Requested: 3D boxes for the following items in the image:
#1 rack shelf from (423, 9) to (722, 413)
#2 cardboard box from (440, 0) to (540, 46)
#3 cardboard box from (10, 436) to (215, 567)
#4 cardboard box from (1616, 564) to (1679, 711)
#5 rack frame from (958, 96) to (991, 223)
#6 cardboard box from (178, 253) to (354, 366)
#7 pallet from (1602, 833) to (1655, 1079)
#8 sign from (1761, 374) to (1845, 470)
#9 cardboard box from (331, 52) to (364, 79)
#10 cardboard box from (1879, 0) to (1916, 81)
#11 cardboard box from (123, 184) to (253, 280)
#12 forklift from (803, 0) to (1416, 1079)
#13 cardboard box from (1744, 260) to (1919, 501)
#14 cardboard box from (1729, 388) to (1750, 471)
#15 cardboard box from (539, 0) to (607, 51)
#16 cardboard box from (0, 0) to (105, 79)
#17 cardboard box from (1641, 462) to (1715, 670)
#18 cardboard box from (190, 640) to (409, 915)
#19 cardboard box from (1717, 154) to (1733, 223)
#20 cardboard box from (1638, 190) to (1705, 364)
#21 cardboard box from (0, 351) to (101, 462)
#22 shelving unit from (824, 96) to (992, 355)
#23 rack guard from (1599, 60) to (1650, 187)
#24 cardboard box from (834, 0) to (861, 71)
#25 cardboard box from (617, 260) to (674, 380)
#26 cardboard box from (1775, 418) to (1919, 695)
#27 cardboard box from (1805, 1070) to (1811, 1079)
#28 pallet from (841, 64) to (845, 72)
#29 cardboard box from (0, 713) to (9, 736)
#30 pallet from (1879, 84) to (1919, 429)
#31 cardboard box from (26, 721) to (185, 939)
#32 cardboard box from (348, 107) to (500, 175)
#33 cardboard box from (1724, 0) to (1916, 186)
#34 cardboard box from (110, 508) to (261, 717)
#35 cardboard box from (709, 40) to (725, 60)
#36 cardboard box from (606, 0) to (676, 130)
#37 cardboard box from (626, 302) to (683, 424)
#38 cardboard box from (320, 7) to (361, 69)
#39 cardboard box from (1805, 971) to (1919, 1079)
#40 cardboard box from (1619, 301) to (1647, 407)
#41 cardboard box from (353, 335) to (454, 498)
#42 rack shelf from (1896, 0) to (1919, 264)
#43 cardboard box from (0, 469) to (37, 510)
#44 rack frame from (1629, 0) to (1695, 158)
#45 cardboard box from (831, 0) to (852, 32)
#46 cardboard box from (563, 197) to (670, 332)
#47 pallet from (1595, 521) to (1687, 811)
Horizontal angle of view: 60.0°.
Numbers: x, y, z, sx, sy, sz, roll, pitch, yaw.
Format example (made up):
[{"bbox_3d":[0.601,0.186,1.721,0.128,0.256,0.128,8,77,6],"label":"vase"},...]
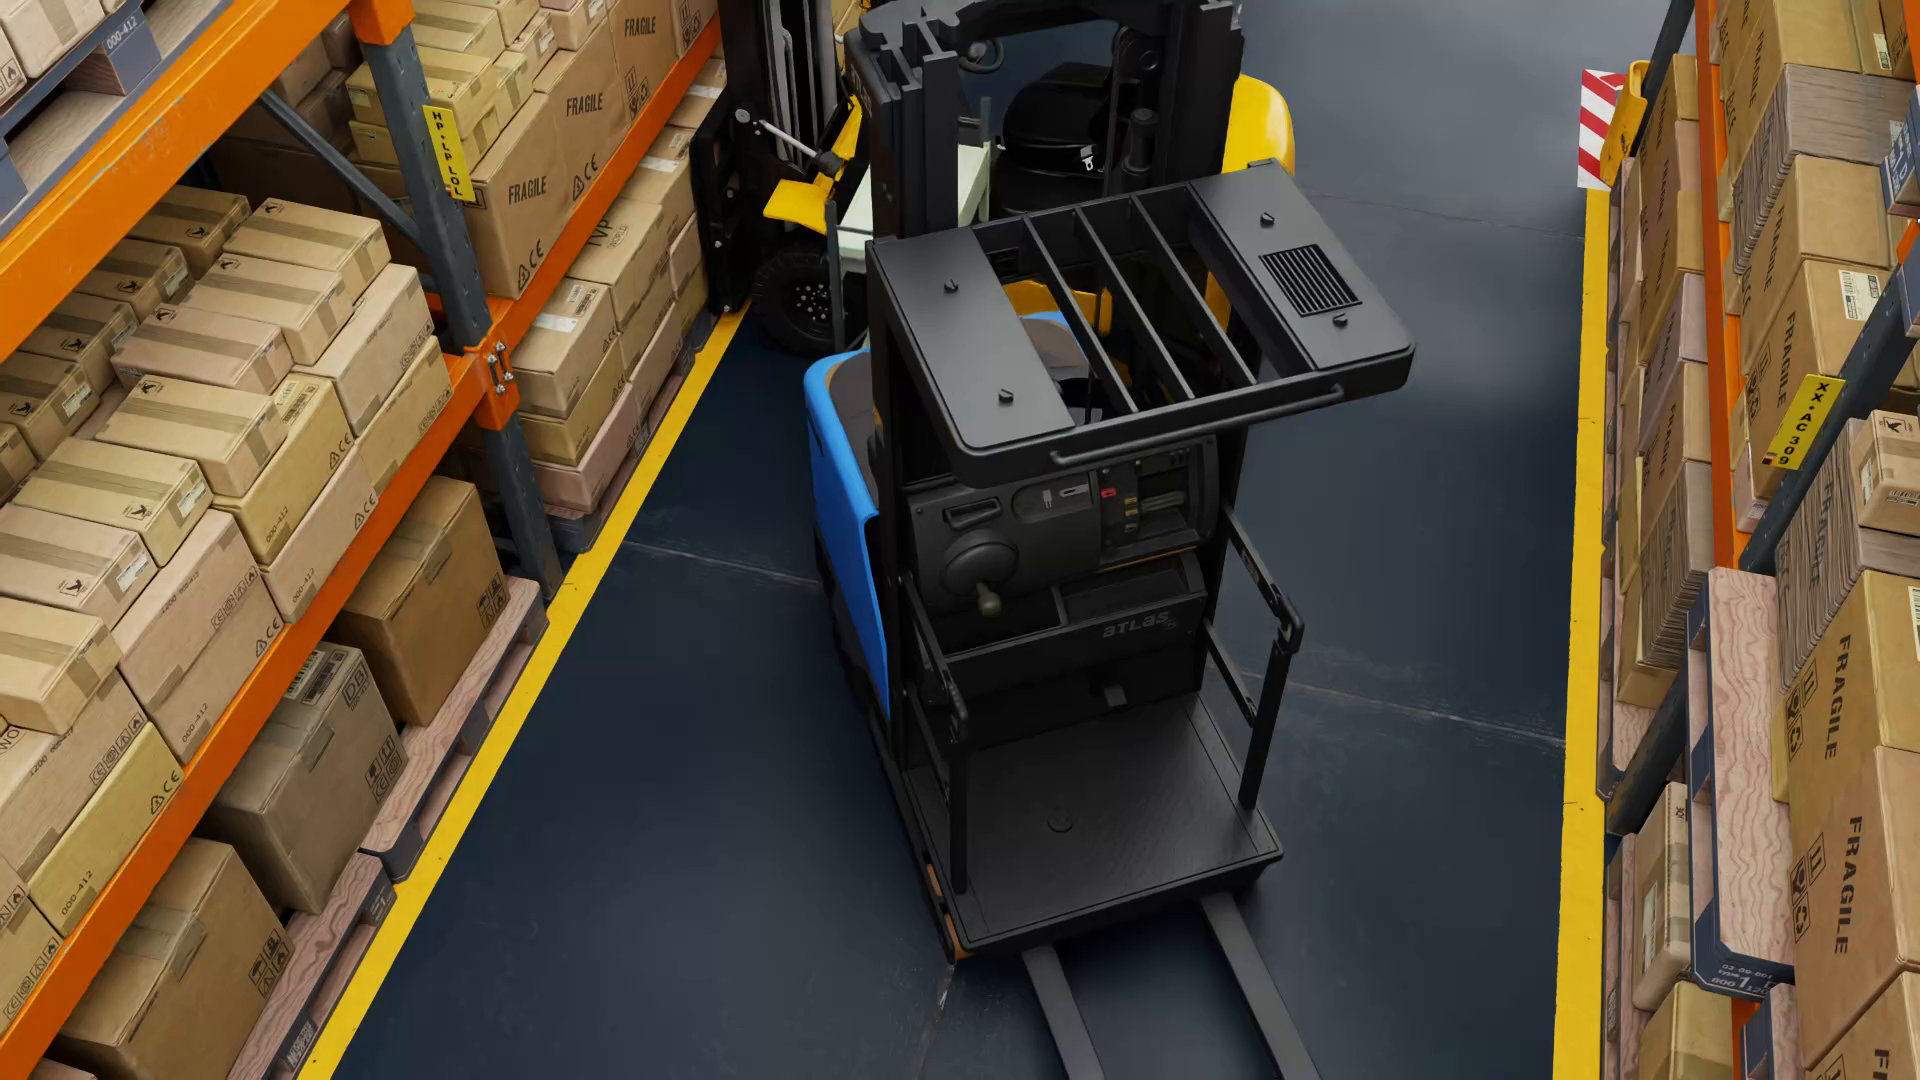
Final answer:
[{"bbox_3d":[-1.526,-2.103,7.004,1.077,0.370,4.000,12,50,10],"label":"rack shelf"},{"bbox_3d":[-1.642,-1.806,5.564,0.380,0.149,0.250,11,49,9],"label":"cardboard box"},{"bbox_3d":[-2.165,-0.101,4.258,0.380,0.149,0.250,10,49,9],"label":"cardboard box"},{"bbox_3d":[2.633,0.372,5.893,0.500,0.250,0.500,14,50,12],"label":"cardboard box"},{"bbox_3d":[-0.084,-1.156,6.689,0.400,1.500,0.023,11,49,10],"label":"rack frame"},{"bbox_3d":[-1.979,-0.661,4.752,0.380,0.149,0.250,11,49,9],"label":"cardboard box"},{"bbox_3d":[2.534,1.568,5.144,1.003,0.211,1.213,12,50,10],"label":"pallet"},{"bbox_3d":[2.212,-0.306,4.361,0.100,0.325,0.005,12,50,10],"label":"sign"},{"bbox_3d":[-2.183,-1.614,5.593,0.380,0.149,0.250,10,49,9],"label":"cardboard box"},{"bbox_3d":[3.425,-1.774,5.302,0.700,0.500,0.500,11,50,10],"label":"cardboard box"},{"bbox_3d":[-2.352,-0.930,4.990,0.380,0.149,0.250,11,49,9],"label":"cardboard box"},{"bbox_3d":[0.381,0.054,4.666,1.130,2.935,3.031,-14,50,-12],"label":"forklift"},{"bbox_3d":[2.614,-0.420,4.774,0.500,0.500,0.500,10,49,9],"label":"cardboard box"},{"bbox_3d":[2.587,-0.309,5.109,0.380,0.149,0.250,13,50,11],"label":"cardboard box"},{"bbox_3d":[-1.470,-1.866,5.816,0.380,0.149,0.250,13,50,11],"label":"cardboard box"},{"bbox_3d":[-2.049,-1.121,3.477,0.380,0.149,0.250,11,50,10],"label":"cardboard box"},{"bbox_3d":[2.634,0.124,5.612,0.500,0.500,0.500,11,49,10],"label":"cardboard box"},{"bbox_3d":[-2.391,0.692,5.362,0.875,0.625,0.625,11,50,10],"label":"cardboard box"},{"bbox_3d":[2.921,-1.235,5.926,0.380,0.149,0.250,12,50,10],"label":"cardboard box"},{"bbox_3d":[3.032,-1.002,6.606,0.500,0.500,0.500,12,50,11],"label":"cardboard box"},{"bbox_3d":[-2.587,-0.377,4.502,0.380,0.149,0.250,11,50,10],"label":"cardboard box"},{"bbox_3d":[-0.176,-0.890,6.454,0.431,1.500,0.755,11,49,10],"label":"shelving unit"},{"bbox_3d":[3.770,-1.929,8.038,1.175,0.500,0.348,12,50,10],"label":"rack guard"},{"bbox_3d":[-0.819,-2.615,8.530,0.500,0.250,0.500,12,50,10],"label":"cardboard box"},{"bbox_3d":[-1.497,-0.943,6.721,0.500,0.250,0.500,11,50,10],"label":"cardboard box"},{"bbox_3d":[2.337,0.094,4.040,0.500,0.500,0.500,13,50,11],"label":"cardboard box"},{"bbox_3d":[2.037,1.119,3.568,0.380,0.149,0.250,12,50,10],"label":"cardboard box"},{"bbox_3d":[-1.161,-2.304,8.561,1.003,0.211,1.213,12,50,10],"label":"pallet"},{"bbox_3d":[-2.433,0.436,3.784,0.380,0.149,0.250,12,50,10],"label":"cardboard box"},{"bbox_3d":[2.472,-0.423,3.166,1.213,0.211,1.003,12,50,10],"label":"pallet"},{"bbox_3d":[-2.349,0.664,4.182,0.500,0.250,0.500,13,50,11],"label":"cardboard box"},{"bbox_3d":[-1.715,-1.321,5.335,0.380,0.149,0.250,11,49,9],"label":"cardboard box"},{"bbox_3d":[3.005,-1.541,5.763,0.500,0.500,0.500,11,49,9],"label":"cardboard box"},{"bbox_3d":[-2.204,0.137,4.314,0.500,0.250,0.500,12,50,11],"label":"cardboard box"},{"bbox_3d":[-1.072,-2.216,7.511,0.500,0.250,0.500,12,50,11],"label":"cardboard box"},{"bbox_3d":[-1.431,-1.944,6.317,0.500,0.500,0.500,11,50,10],"label":"cardboard box"},{"bbox_3d":[-1.487,-0.779,6.909,0.500,0.250,0.500,11,49,9],"label":"cardboard box"},{"bbox_3d":[-2.154,-1.705,5.475,0.380,0.149,0.250,10,49,9],"label":"cardboard box"},{"bbox_3d":[1.938,1.185,3.077,0.500,0.500,0.500,10,49,8],"label":"cardboard box"},{"bbox_3d":[3.038,-0.746,6.881,0.500,0.250,0.500,15,50,13],"label":"cardboard box"},{"bbox_3d":[-1.933,-0.429,5.147,0.500,0.250,0.500,13,50,11],"label":"cardboard box"},{"bbox_3d":[3.264,-2.119,5.017,1.077,0.370,4.000,12,50,10],"label":"rack shelf"},{"bbox_3d":[-2.721,0.037,4.402,0.500,0.250,0.500,10,49,9],"label":"cardboard box"},{"bbox_3d":[3.790,-2.811,7.149,1.000,3.000,0.127,12,50,10],"label":"rack frame"},{"bbox_3d":[-0.826,-2.769,8.332,0.500,0.250,0.500,11,49,10],"label":"cardboard box"},{"bbox_3d":[-1.478,-1.110,6.535,0.500,0.250,0.500,12,50,10],"label":"cardboard box"},{"bbox_3d":[2.880,0.512,6.076,1.003,0.211,1.213,12,50,10],"label":"pallet"}]
